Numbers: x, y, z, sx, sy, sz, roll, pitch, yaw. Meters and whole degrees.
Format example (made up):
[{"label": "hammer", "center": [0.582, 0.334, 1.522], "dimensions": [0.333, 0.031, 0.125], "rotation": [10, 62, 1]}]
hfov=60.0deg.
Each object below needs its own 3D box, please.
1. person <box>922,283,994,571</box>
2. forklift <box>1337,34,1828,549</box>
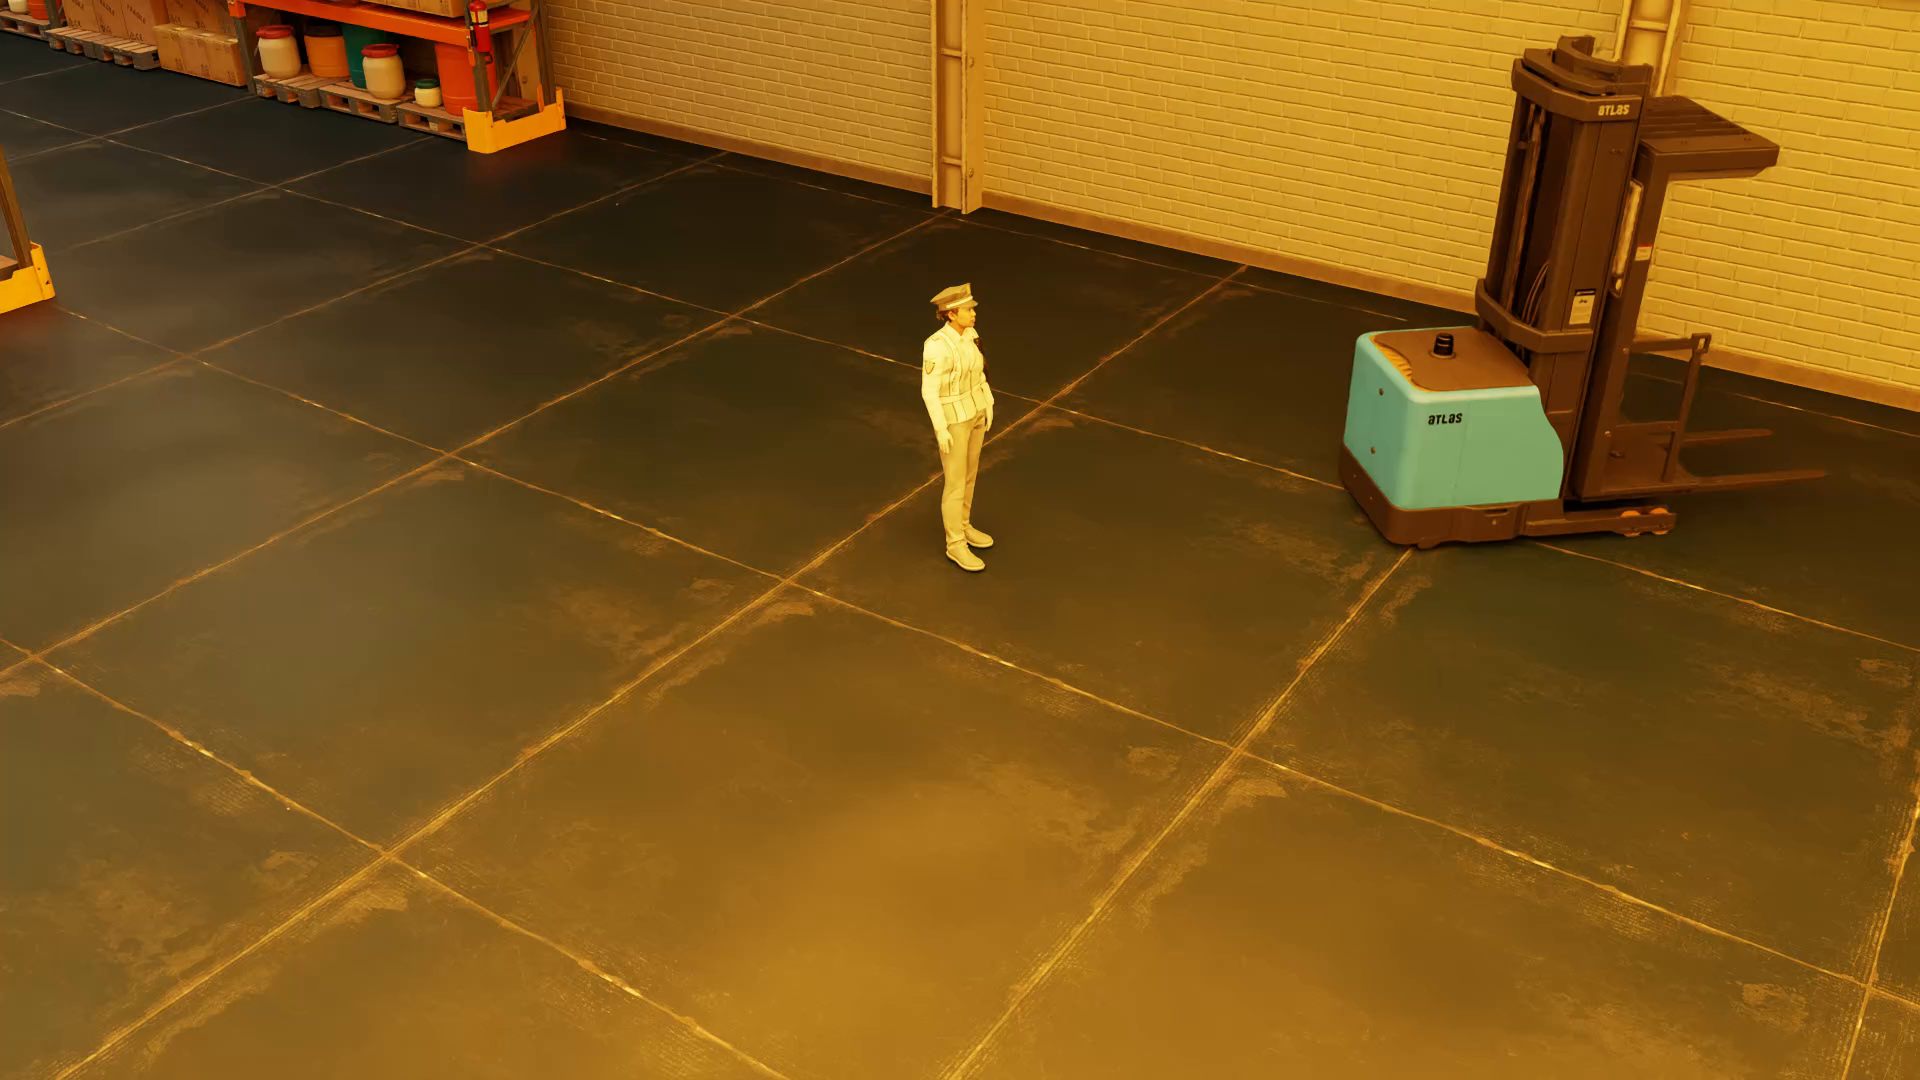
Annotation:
[{"label": "person", "center": [0.053, -0.717, 10.033], "dimensions": [0.531, 1.695, 0.587], "rotation": [19, 35, 29]}, {"label": "forklift", "center": [4.084, -1.545, 10.242], "dimensions": [3.031, 2.935, 1.130], "rotation": [-4, 30, -8]}]
